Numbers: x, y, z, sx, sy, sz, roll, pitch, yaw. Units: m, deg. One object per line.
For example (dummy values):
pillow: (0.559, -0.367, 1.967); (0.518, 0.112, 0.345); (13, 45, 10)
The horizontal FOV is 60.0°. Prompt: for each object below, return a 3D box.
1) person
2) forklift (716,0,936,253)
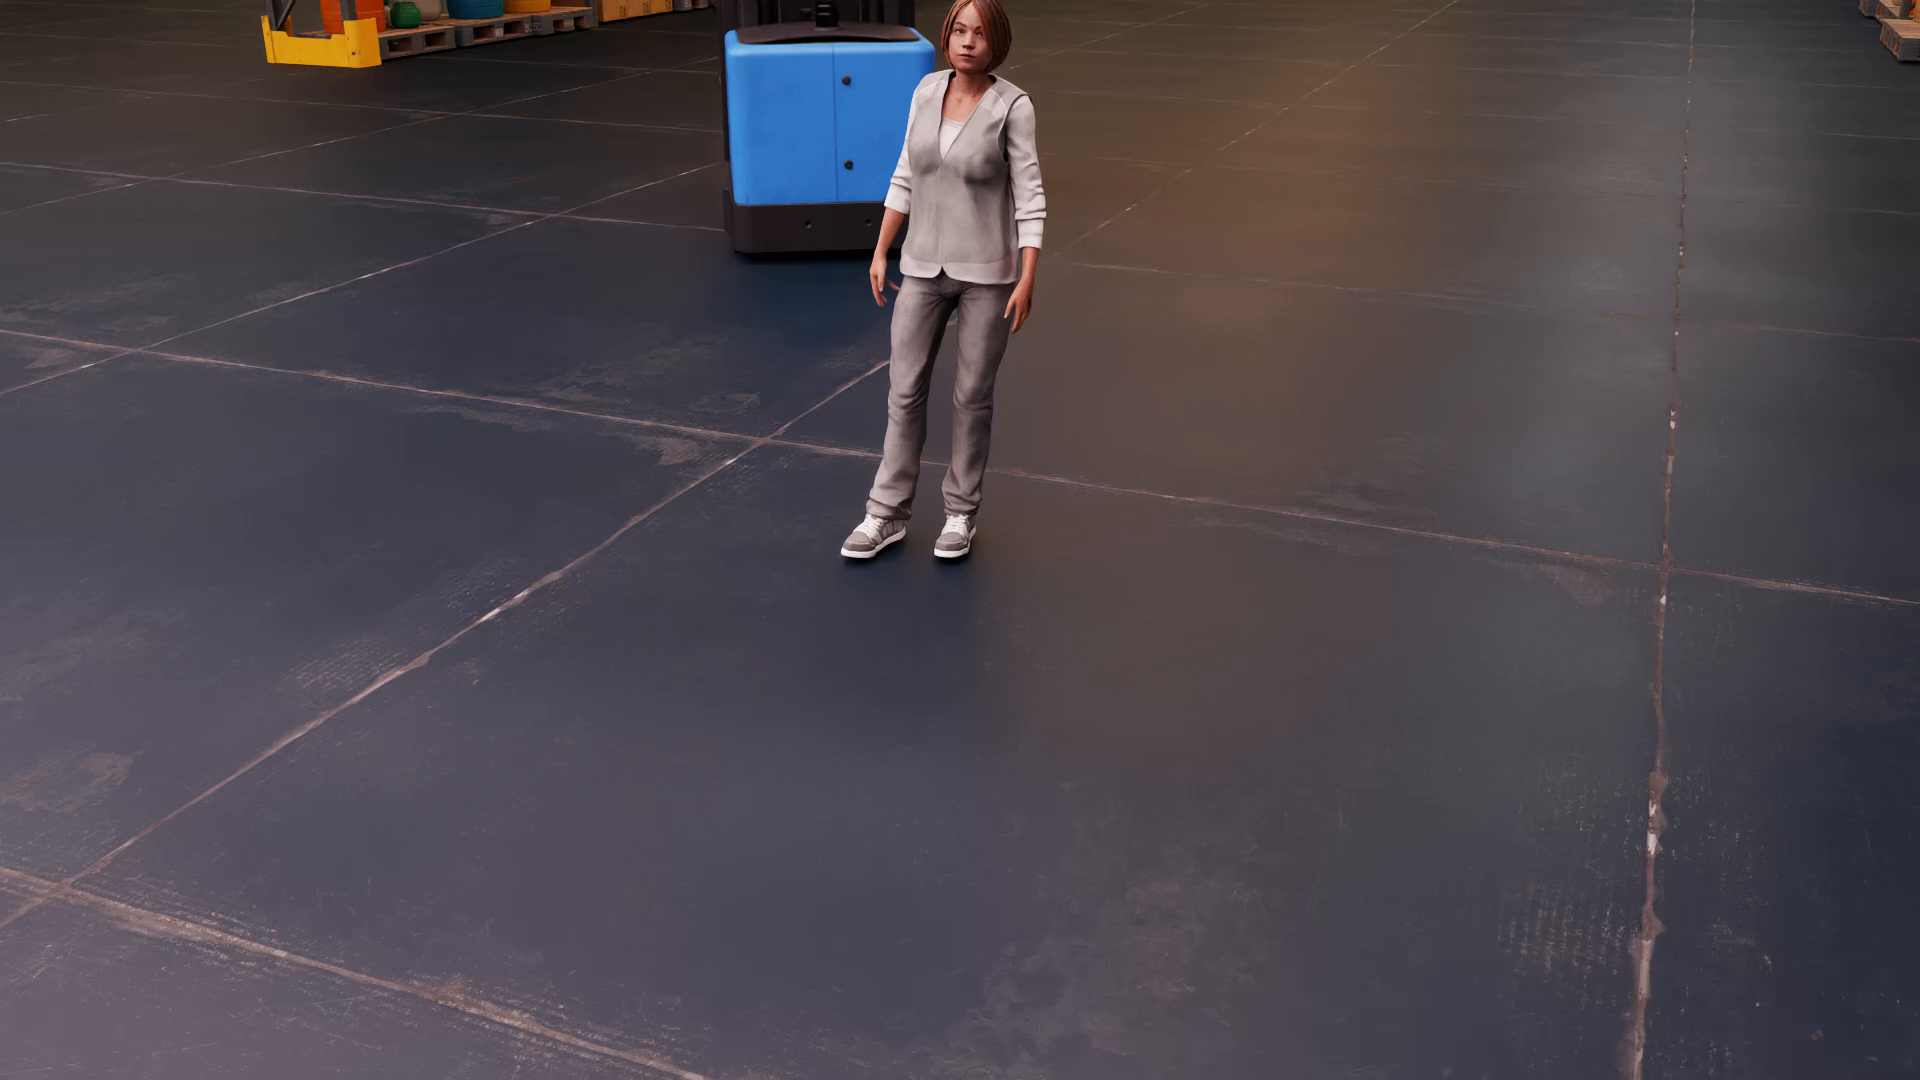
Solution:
person: (-0.041, -0.720, 4.725); (0.520, 1.597, 0.475); (9, 24, 21)
forklift: (-0.830, -3.329, 9.258); (1.130, 2.935, 3.031); (-3, 23, -8)
